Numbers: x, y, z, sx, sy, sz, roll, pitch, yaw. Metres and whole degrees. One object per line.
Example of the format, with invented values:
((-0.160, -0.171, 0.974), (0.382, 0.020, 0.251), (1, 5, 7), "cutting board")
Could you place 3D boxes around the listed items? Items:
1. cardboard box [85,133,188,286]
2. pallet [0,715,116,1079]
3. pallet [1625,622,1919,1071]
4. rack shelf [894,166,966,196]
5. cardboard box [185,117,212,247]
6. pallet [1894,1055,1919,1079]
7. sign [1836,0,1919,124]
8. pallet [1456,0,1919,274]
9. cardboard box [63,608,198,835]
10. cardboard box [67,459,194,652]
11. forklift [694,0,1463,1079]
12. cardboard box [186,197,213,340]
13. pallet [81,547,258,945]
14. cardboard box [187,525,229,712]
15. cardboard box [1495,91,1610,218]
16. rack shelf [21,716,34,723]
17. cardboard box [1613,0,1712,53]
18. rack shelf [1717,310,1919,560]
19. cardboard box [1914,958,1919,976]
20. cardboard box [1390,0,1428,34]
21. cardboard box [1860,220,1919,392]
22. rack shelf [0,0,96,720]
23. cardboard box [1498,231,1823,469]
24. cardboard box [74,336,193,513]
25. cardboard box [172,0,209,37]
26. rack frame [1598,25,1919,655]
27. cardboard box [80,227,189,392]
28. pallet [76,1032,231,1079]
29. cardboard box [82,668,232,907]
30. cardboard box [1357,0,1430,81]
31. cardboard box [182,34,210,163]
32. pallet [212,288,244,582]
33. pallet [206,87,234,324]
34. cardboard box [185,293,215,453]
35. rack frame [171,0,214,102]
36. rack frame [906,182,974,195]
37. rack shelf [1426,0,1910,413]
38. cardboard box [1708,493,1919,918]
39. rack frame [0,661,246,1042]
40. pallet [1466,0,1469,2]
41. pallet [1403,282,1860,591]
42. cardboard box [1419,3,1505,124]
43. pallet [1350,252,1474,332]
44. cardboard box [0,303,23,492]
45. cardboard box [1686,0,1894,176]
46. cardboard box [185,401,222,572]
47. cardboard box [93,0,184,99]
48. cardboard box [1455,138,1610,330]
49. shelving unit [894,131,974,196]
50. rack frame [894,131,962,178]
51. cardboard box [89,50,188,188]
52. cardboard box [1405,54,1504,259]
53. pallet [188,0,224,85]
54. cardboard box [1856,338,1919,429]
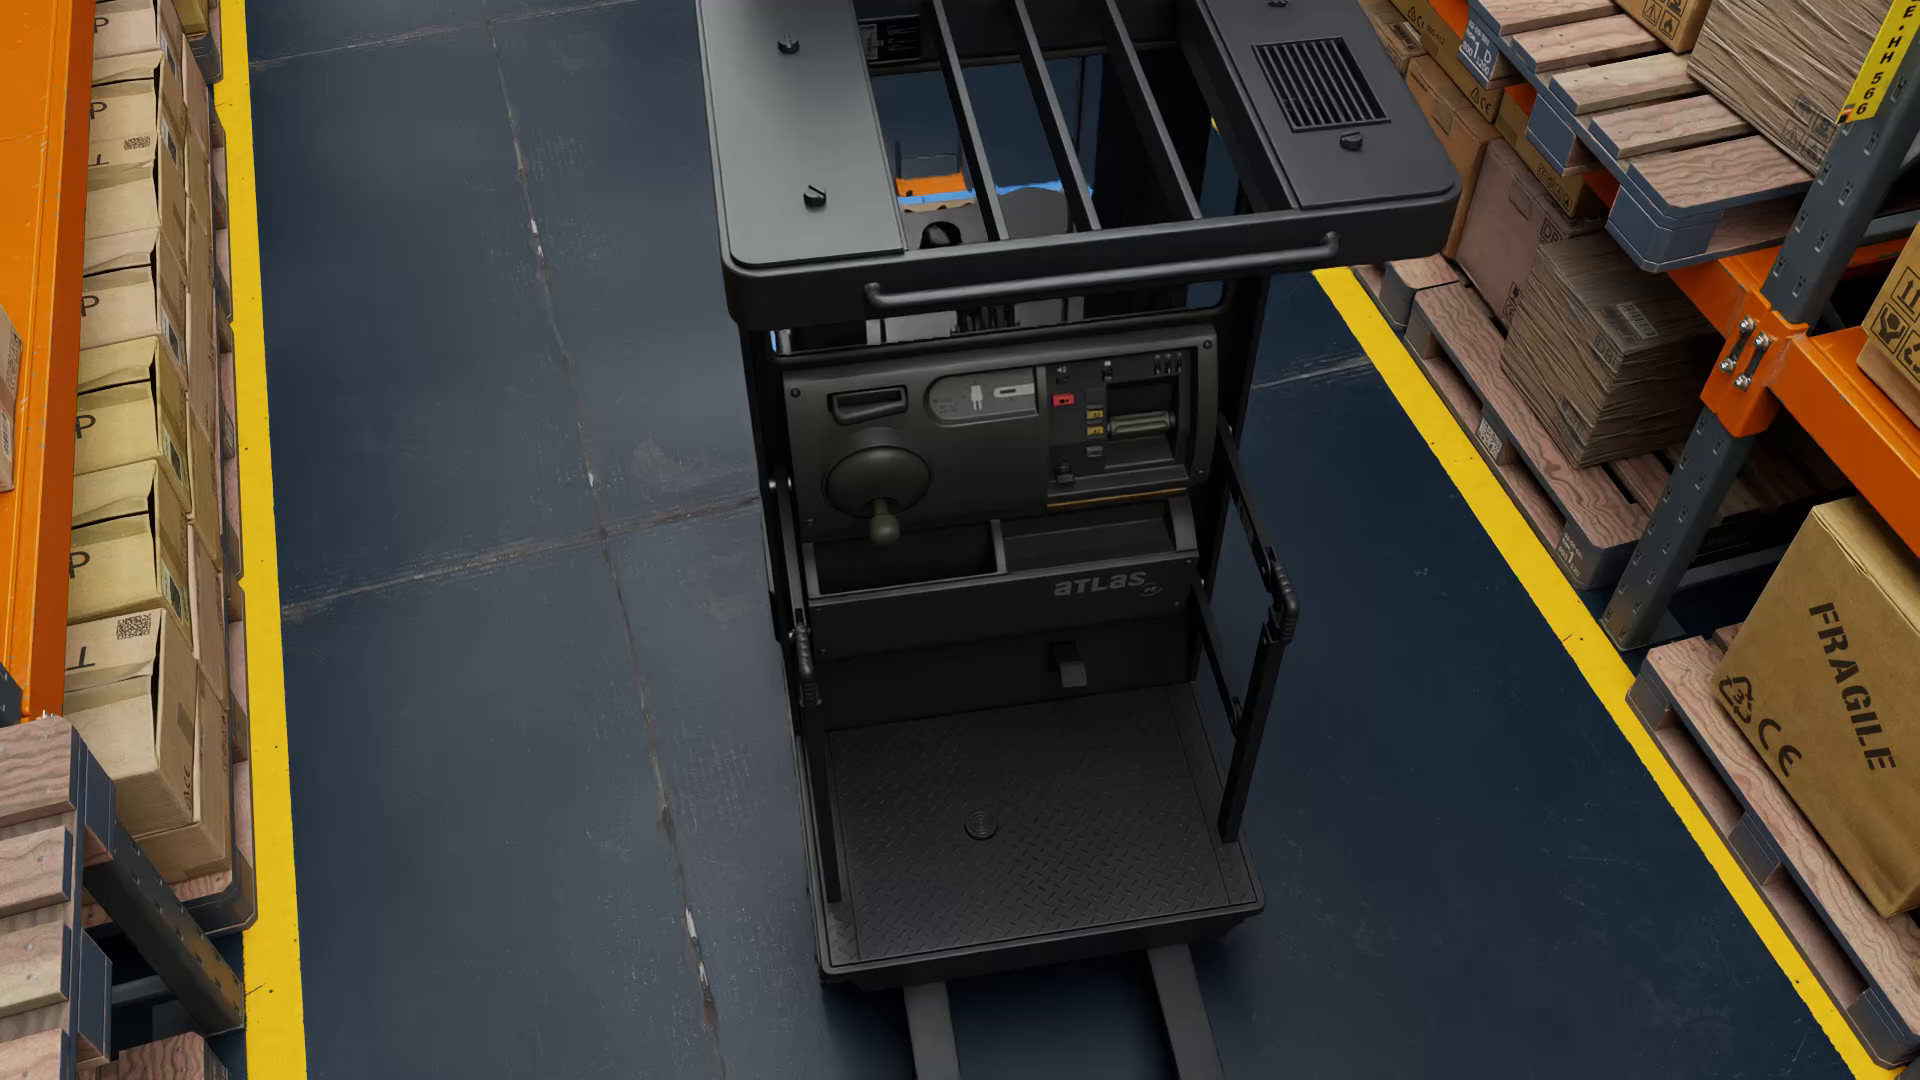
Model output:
((-2.786, -1.038, 5.320), (0.500, 0.311, 0.500), (-13, 51, -11), "cardboard box")
((-2.035, 0.880, 2.672), (1.213, 0.211, 1.003), (-13, 51, -11), "pallet")
((2.590, 0.707, 4.516), (1.003, 0.211, 1.213), (-13, 51, -11), "pallet")
((-0.075, -0.936, 4.995), (0.215, 0.259, 0.240), (-7, 50, -6), "rack shelf")
((-2.938, -1.225, 5.844), (0.500, 0.250, 0.500), (-14, 51, -12), "cardboard box")
((2.947, 1.597, 3.766), (1.003, 0.211, 1.213), (-13, 51, -11), "pallet")
((1.913, -1.002, 3.428), (0.100, 0.325, 0.005), (-13, 51, -11), "sign")
((2.116, -1.219, 4.441), (1.213, 0.211, 1.003), (-13, 51, -11), "pallet")
((-2.176, 0.460, 4.057), (0.500, 0.311, 0.500), (-12, 51, -10), "cardboard box")
((-2.340, 0.078, 4.379), (0.500, 0.311, 0.500), (-14, 51, -12), "cardboard box")
((0.134, -0.115, 3.430), (1.130, 2.935, 3.031), (-7, 50, -6), "forklift")
((-2.786, -0.851, 5.529), (0.500, 0.250, 0.500), (-12, 51, -10), "cardboard box")
((-2.508, 0.627, 4.583), (1.003, 0.211, 1.213), (-13, 51, -11), "pallet")
((-2.326, 0.274, 4.581), (0.500, 0.250, 0.500), (-15, 51, -12), "cardboard box")
((2.058, -1.307, 5.246), (0.500, 0.250, 0.500), (-12, 51, -10), "cardboard box")
((-1.711, 2.031, 2.046), (1.077, 0.370, 4.000), (-13, 51, -11), "rack shelf")
((2.089, -1.701, 4.369), (0.700, 0.500, 0.500), (-18, 52, -14), "cardboard box")
((3.020, 0.908, 2.993), (1.077, 0.370, 4.000), (-13, 51, -11), "rack shelf")
((2.774, 0.981, 3.592), (0.750, 0.750, 0.750), (-14, 51, -11), "cardboard box")
((1.771, -2.050, 5.873), (0.500, 0.250, 0.500), (-15, 51, -12), "cardboard box")
((2.328, -0.506, 3.442), (0.500, 0.500, 0.500), (-12, 51, -10), "cardboard box")
((-2.894, -0.890, 4.509), (1.077, 0.370, 4.000), (-13, 51, -11), "rack shelf")
((2.166, -0.634, 5.170), (0.700, 0.500, 0.500), (-13, 51, -10), "cardboard box")
((-2.488, -0.295, 4.694), (0.500, 0.311, 0.500), (-15, 51, -12), "cardboard box")
((-3.333, -2.239, 6.700), (0.500, 0.250, 0.500), (-13, 51, -11), "cardboard box")
((2.429, -0.784, 3.949), (1.000, 3.000, 0.127), (-13, 51, -11), "rack frame")
((-2.641, -0.670, 5.010), (0.500, 0.311, 0.500), (-14, 51, -11), "cardboard box")
((-2.117, 1.791, 3.602), (1.003, 0.211, 1.213), (-13, 51, -11), "pallet")
((-2.176, 0.641, 4.272), (0.500, 0.250, 0.500), (-13, 51, -11), "cardboard box")
((1.793, -1.760, 6.119), (0.700, 0.500, 0.500), (-13, 51, -11), "cardboard box")
((-3.085, -1.595, 6.156), (0.500, 0.250, 0.500), (-14, 51, -11), "cardboard box")
((-2.865, -0.262, 5.333), (1.003, 0.211, 1.213), (-13, 51, -11), "pallet")
((-3.230, -1.155, 6.085), (1.003, 0.211, 1.213), (-13, 51, -11), "pallet")
((-2.637, -0.479, 5.216), (0.500, 0.250, 0.500), (-12, 51, -10), "cardboard box")
((-3.485, -2.583, 5.466), (1.000, 3.000, 0.127), (-13, 51, -11), "rack frame")
((-0.055, -0.668, 5.126), (0.200, 1.050, 0.008), (-7, 50, -6), "rack frame")
((1.837, -2.013, 5.456), (1.077, 0.370, 4.000), (-13, 51, -11), "rack shelf")
((2.521, 0.340, 4.133), (0.750, 0.750, 0.750), (-14, 51, -11), "cardboard box")
((-2.302, 0.339, 3.003), (1.000, 3.000, 0.127), (-13, 51, -11), "rack frame")
((1.804, -2.159, 5.234), (1.003, 0.211, 1.213), (-13, 51, -11), "pallet")
((2.199, -0.456, 5.497), (1.003, 0.211, 1.213), (-13, 51, -11), "pallet")
((1.901, -1.681, 5.562), (0.500, 0.250, 0.500), (-14, 51, -11), "cardboard box")
((1.842, -1.346, 6.247), (1.003, 0.211, 1.213), (-13, 51, -11), "pallet")
((-2.382, -0.330, 3.624), (0.500, 0.311, 0.500), (-14, 51, -11), "cardboard box")
((2.280, -1.299, 4.030), (0.700, 0.500, 0.500), (-19, 52, -15), "cardboard box")
((-2.485, -0.105, 4.900), (0.500, 0.250, 0.500), (-15, 51, -12), "cardboard box")
((-3.091, -1.782, 5.947), (0.500, 0.311, 0.500), (-13, 51, -11), "cardboard box")
((2.125, -1.037, 5.509), (0.700, 0.500, 0.500), (-13, 51, -11), "cardboard box")
((-0.075, -0.760, 5.204), (0.215, 1.050, 0.252), (-7, 50, -6), "shelving unit")
((-0.095, -0.852, 5.281), (0.200, 1.050, 0.008), (-7, 50, -6), "rack frame")
((-2.932, -1.403, 5.628), (0.500, 0.311, 0.500), (-12, 51, -10), "cardboard box")
((1.951, -1.393, 5.810), (0.700, 0.500, 0.500), (-14, 51, -11), "cardboard box")
((-3.680, -2.274, 7.029), (1.003, 0.211, 1.213), (-13, 51, -11), "pallet")
((2.305, -0.417, 3.791), (0.380, 0.149, 0.250), (-14, 51, -12), "cardboard box")
